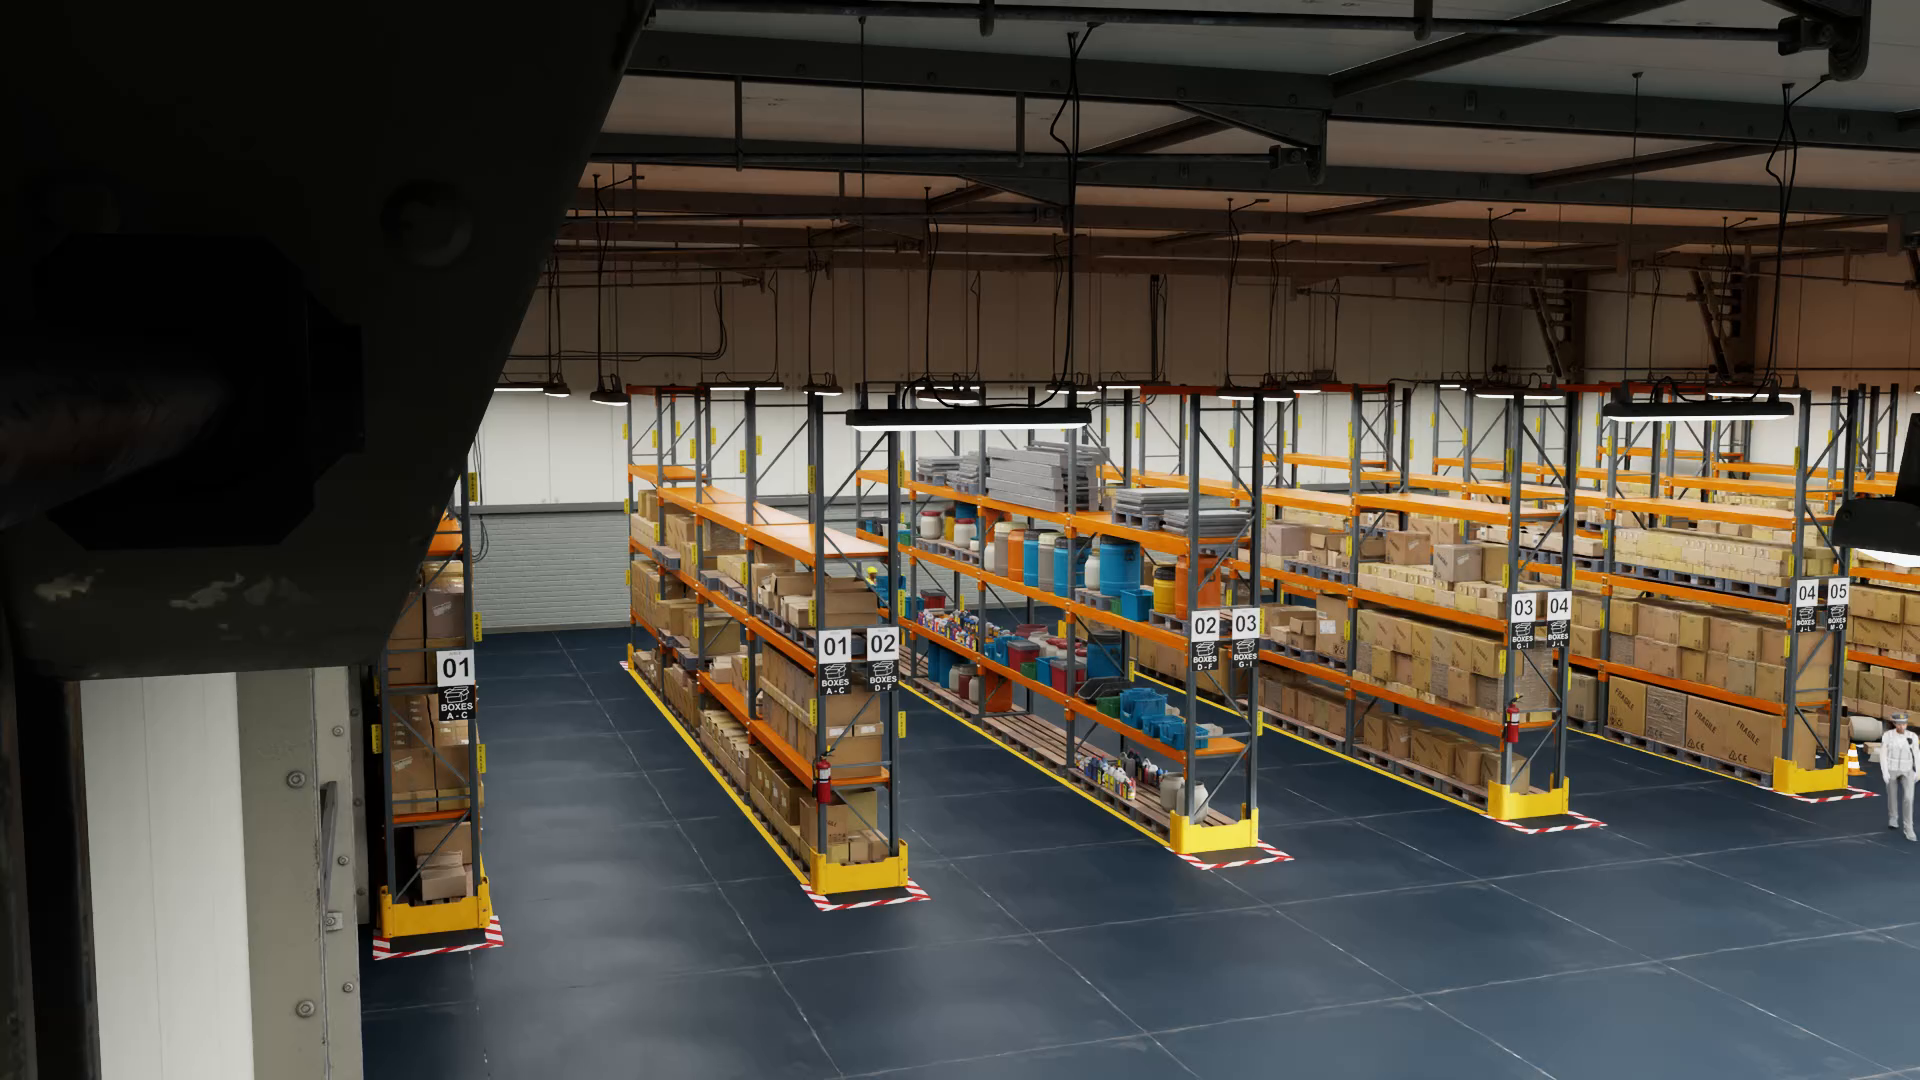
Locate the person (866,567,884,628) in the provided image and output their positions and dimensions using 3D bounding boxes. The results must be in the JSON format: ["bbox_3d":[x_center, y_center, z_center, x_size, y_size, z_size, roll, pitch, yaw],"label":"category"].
[{"bbox_3d":[-2.106,1.474,38.894,1.121,1.710,0.531,0,6,-2],"label":"person"}]

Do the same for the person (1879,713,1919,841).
[{"bbox_3d":[12.807,3.166,22.655,0.514,1.651,0.828,4,7,32],"label":"person"}]
